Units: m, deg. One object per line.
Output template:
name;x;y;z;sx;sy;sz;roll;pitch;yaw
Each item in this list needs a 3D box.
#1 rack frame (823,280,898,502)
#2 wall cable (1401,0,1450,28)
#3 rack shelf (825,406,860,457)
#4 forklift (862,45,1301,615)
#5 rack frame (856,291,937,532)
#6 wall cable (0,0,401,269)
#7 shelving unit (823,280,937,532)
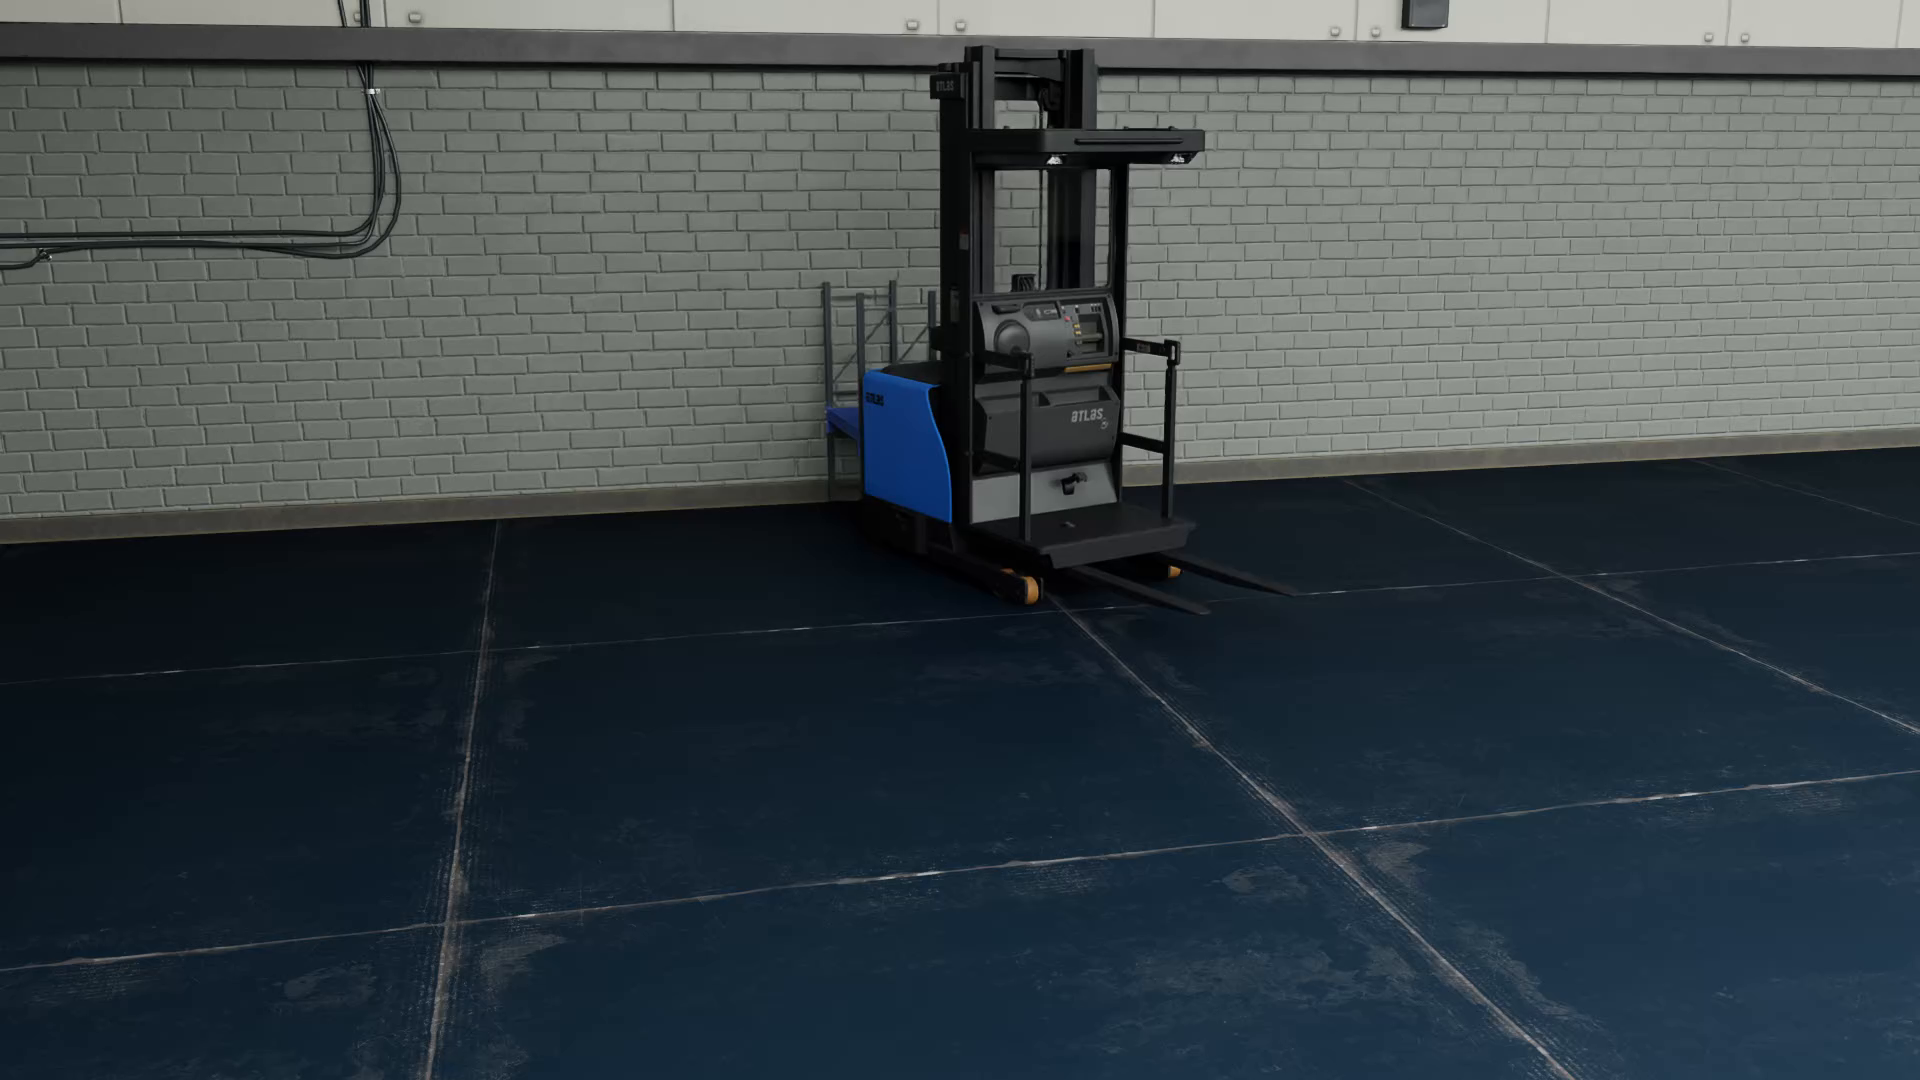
rack frame;-0.668;-1.016;11.382;0.500;1.500;0.032;-4;13;-15
wall cable;4.245;-6.572;11.200;2.305;6.003;0.169;-3;14;-13
rack shelf;-0.527;-0.733;10.946;0.538;0.185;1.000;-4;13;-15
forklift;0.617;-1.194;9.139;1.130;2.935;3.031;-9;16;-32
rack frame;-0.388;-0.799;10.429;0.500;1.500;0.032;-4;13;-15
wall cable;-4.987;-2.886;9.821;3.097;2.526;0.112;-3;14;-13
shelving unit;-0.528;-0.908;10.905;0.538;1.500;1.048;-4;13;-15
